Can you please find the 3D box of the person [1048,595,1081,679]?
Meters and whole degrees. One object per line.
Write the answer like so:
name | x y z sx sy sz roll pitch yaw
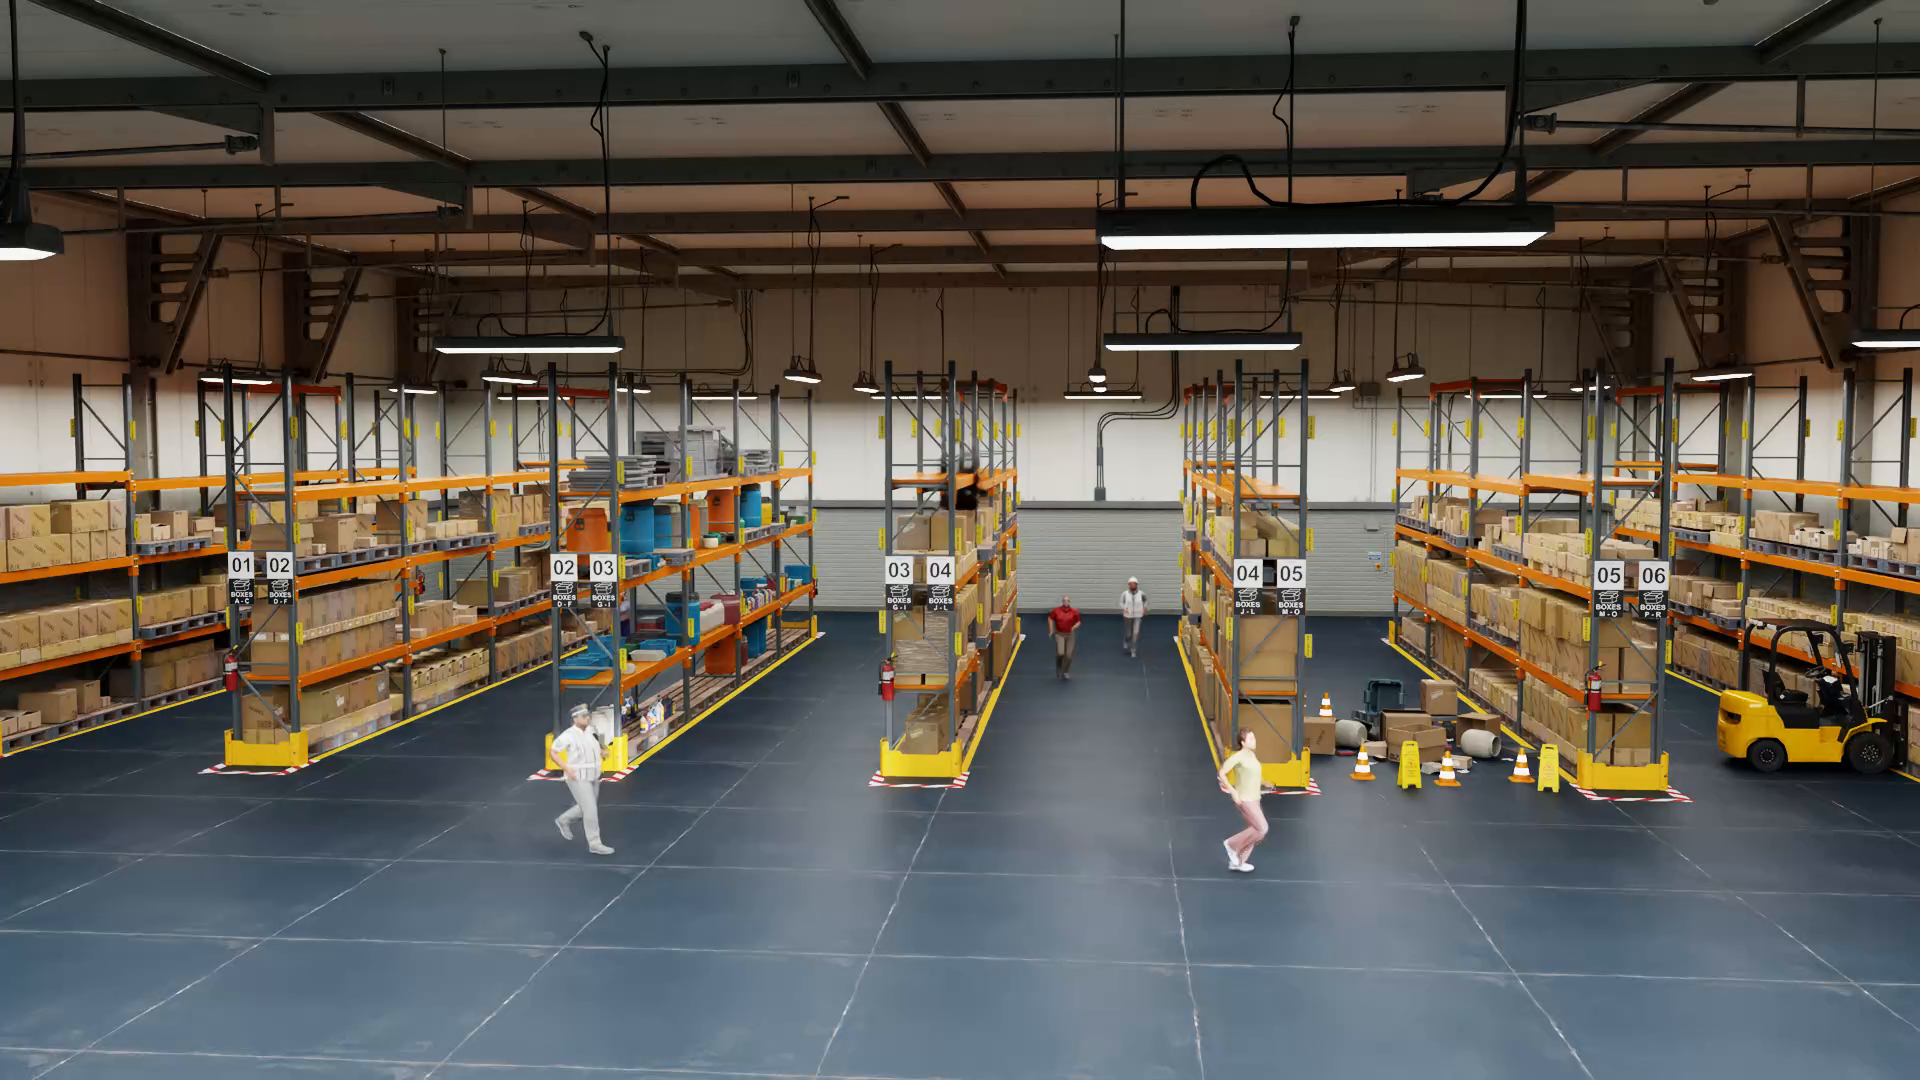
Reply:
person | 2.105 1.956 33.347 0.638 1.688 0.733 0 4 -3

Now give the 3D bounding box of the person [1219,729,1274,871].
person | 3.279 2.944 18.800 0.537 1.623 0.565 3 5 37

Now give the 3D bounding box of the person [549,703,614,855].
person | -4.484 2.809 19.751 0.933 1.755 0.672 2 4 25

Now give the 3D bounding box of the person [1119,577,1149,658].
person | 3.863 1.708 36.964 0.670 1.770 0.840 0 4 5

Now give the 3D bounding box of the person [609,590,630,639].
person | -7.283 1.841 35.695 0.593 1.599 0.675 0 4 1
